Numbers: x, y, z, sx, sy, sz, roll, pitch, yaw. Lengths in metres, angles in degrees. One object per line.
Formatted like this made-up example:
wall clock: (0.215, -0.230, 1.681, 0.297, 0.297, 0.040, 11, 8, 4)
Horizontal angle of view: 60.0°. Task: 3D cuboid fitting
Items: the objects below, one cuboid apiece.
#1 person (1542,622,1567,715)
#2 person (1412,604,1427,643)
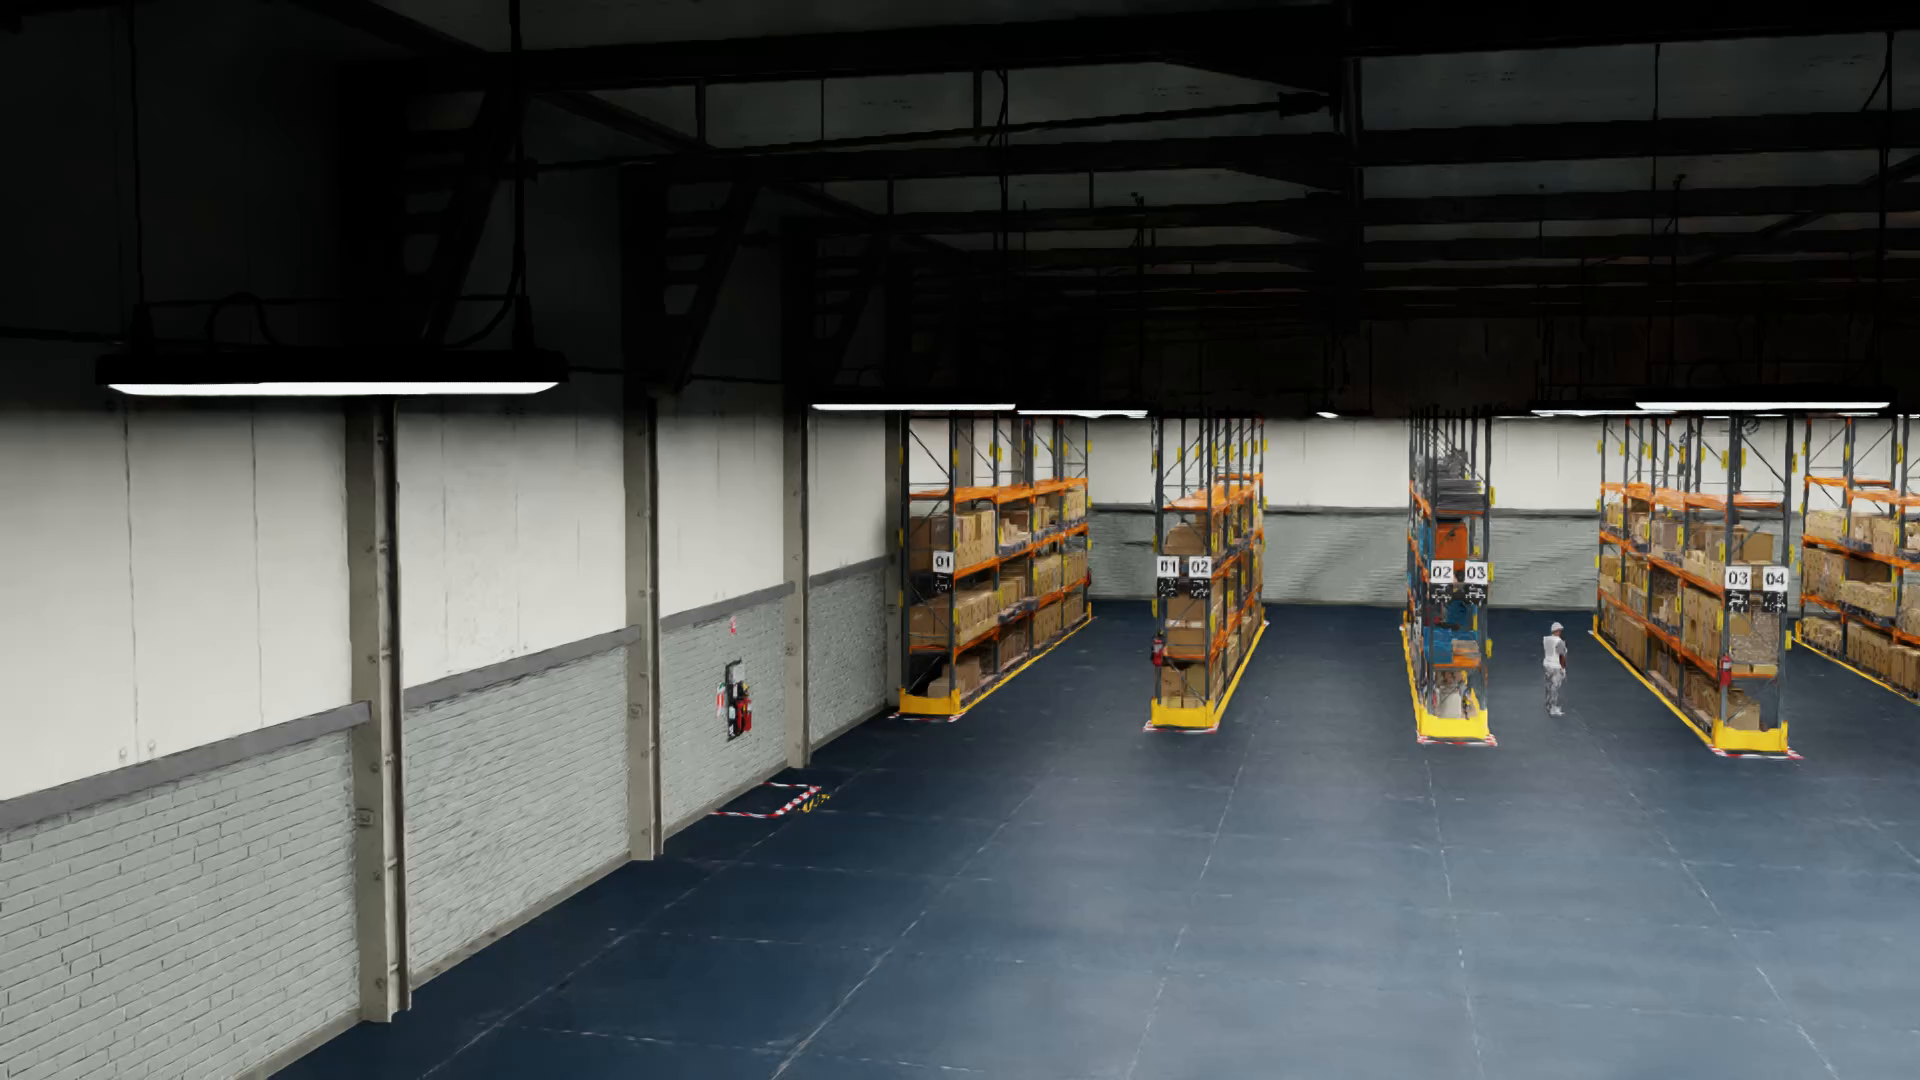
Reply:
person: (11.640, 2.489, 32.375, 0.472, 1.789, 0.535, -1, 4, -14)
person: (9.740, 1.848, 35.074, 0.402, 0.994, 0.524, 0, 4, 6)
